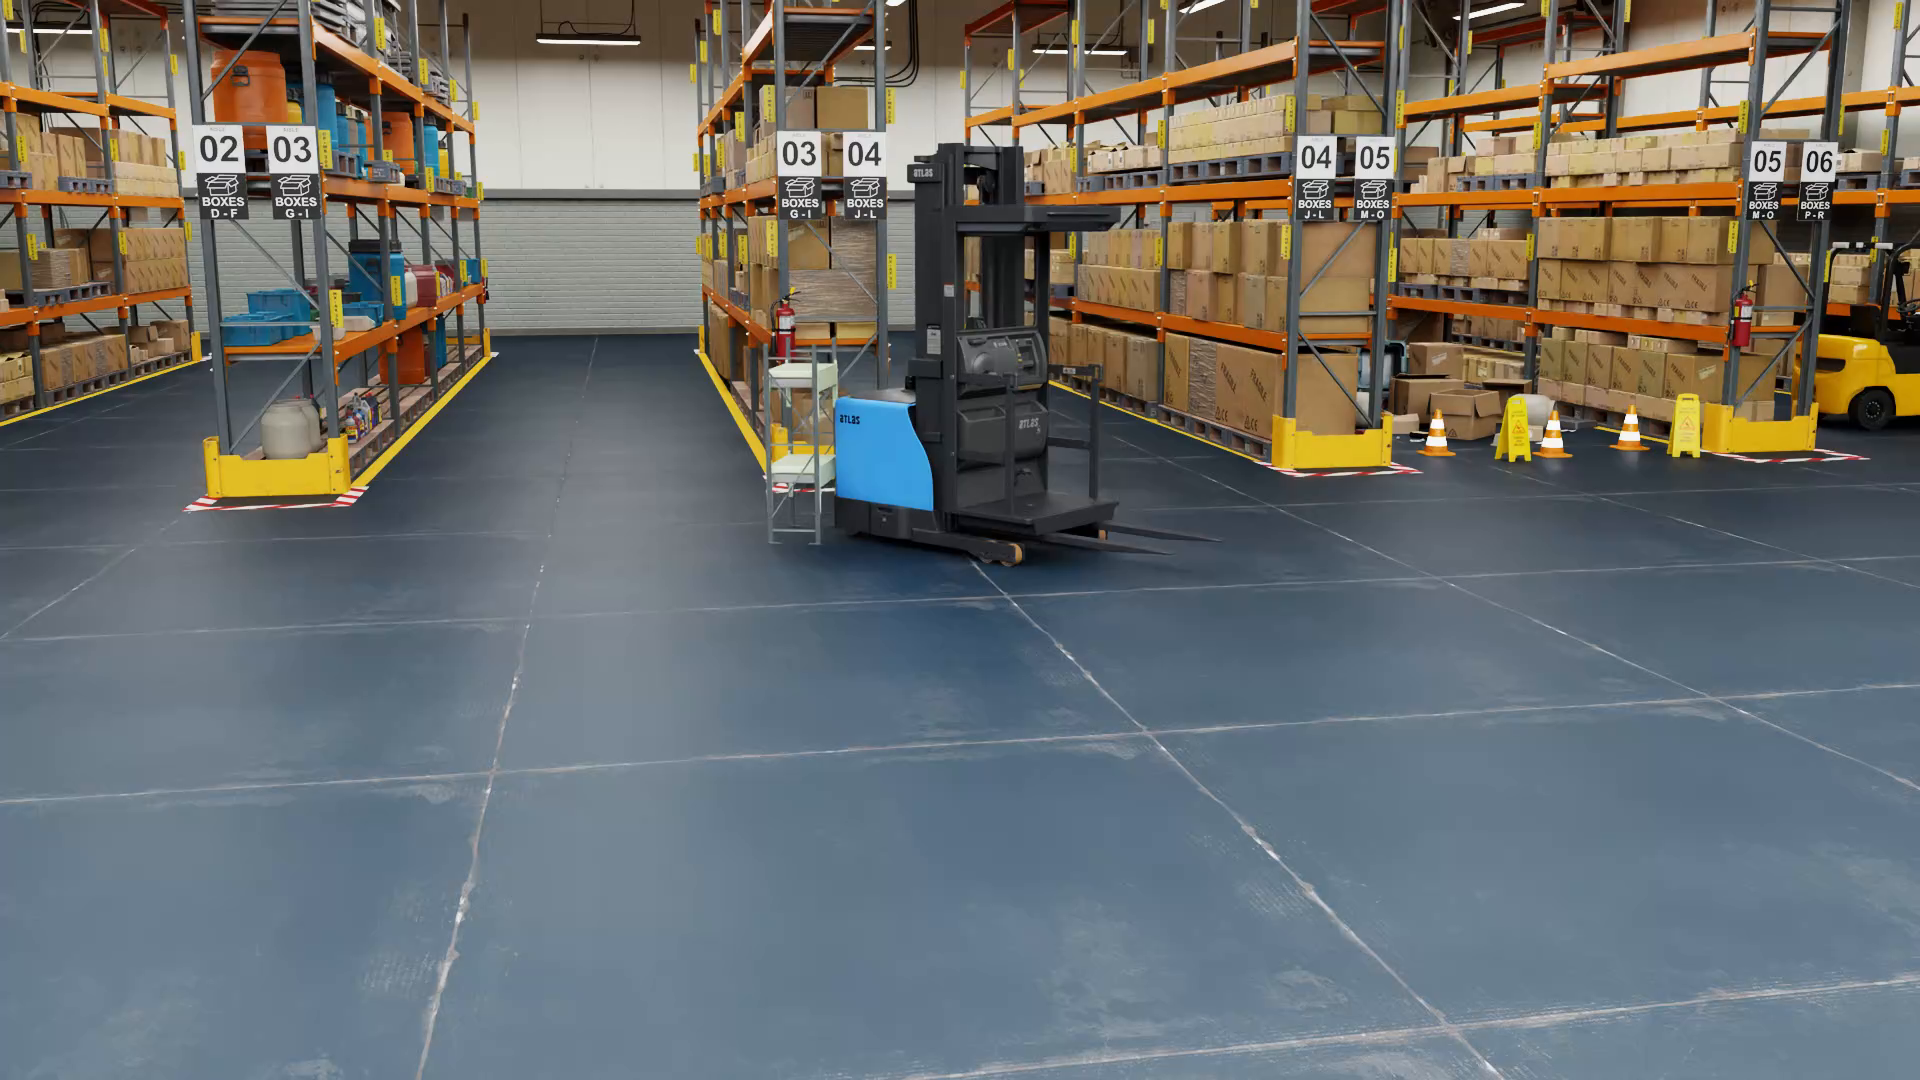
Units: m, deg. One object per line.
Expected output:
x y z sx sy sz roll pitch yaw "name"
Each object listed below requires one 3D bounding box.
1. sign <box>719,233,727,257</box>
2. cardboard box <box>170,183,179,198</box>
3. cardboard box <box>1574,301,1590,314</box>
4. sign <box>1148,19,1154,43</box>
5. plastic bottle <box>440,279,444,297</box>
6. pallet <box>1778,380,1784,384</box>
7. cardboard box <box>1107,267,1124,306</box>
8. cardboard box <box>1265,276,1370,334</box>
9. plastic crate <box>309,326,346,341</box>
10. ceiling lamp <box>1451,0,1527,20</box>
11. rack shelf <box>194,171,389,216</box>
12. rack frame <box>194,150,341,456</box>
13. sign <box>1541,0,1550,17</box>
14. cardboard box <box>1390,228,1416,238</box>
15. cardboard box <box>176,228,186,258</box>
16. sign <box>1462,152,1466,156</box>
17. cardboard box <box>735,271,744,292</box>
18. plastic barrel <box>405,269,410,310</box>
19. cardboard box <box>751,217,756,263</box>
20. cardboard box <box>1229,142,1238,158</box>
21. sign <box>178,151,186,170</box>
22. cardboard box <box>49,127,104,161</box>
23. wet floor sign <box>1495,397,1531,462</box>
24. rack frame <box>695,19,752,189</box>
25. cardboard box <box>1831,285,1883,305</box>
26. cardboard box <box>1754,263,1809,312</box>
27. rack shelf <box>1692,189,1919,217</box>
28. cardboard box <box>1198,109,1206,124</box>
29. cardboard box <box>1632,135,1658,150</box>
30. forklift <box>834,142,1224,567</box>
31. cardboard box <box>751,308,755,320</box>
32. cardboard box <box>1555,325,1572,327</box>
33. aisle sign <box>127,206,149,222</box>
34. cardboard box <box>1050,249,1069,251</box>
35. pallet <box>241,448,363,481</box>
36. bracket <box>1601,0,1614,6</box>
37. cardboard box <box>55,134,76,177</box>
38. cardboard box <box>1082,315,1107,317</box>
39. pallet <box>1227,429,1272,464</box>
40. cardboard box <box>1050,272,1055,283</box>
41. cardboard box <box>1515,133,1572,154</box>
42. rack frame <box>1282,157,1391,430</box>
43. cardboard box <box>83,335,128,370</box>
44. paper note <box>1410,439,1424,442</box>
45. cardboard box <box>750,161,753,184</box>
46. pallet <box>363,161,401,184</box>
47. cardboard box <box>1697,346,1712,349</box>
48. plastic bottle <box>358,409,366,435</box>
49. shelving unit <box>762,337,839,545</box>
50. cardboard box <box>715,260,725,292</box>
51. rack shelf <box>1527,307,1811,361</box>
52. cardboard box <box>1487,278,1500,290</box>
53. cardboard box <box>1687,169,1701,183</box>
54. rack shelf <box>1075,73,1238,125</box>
-3.279 -4.081 23.017 0.100 0.325 0.005 -2 11 -11 "sign"
-13.650 -5.956 28.343 0.500 0.250 0.500 -2 11 -11 "cardboard box"
7.706 -2.828 20.204 0.380 0.149 0.250 -2 11 -9 "cardboard box"
2.693 -7.199 23.531 0.100 0.325 0.005 -2 11 -11 "sign"
-7.737 -3.738 24.645 0.152 0.276 0.135 -2 11 -11 "plastic bottle"
11.976 -2.552 25.540 1.003 0.211 1.213 -2 11 -11 "pallet"
2.266 -3.374 22.135 0.500 0.500 0.500 -2 11 -12 "cardboard box"
3.589 -2.367 16.711 0.875 0.550 0.550 -2 11 -11 "cardboard box"
-5.896 -1.932 15.528 0.298 0.136 0.250 -2 11 -11 "plastic crate"
9.083 -10.389 27.600 0.800 3.185 2.000 -2 11 -11 "ceiling lamp"
-6.427 -3.372 16.293 1.077 0.370 4.000 -2 11 -11 "rack shelf"
-6.038 -1.885 14.579 1.000 3.000 0.127 -2 11 -11 "rack frame"
7.220 -6.622 20.499 0.100 0.325 0.005 -2 11 -11 "sign"
6.628 -4.519 25.473 0.500 0.500 0.500 -2 11 -13 "cardboard box"
-13.653 -5.109 28.575 0.500 0.500 0.500 -2 11 -12 "cardboard box"
7.518 -5.640 24.901 0.100 0.325 0.005 -2 11 -11 "sign"
-2.635 -3.350 21.550 0.500 0.250 0.500 -2 11 -13 "cardboard box"
-7.013 -3.083 20.509 0.433 0.535 0.433 0 11 0 "plastic barrel"
-2.020 -3.302 18.286 0.500 0.500 0.500 -2 11 -11 "cardboard box"
3.062 -4.114 17.550 0.380 0.149 0.250 -2 11 -11 "cardboard box"
-13.461 -6.565 28.778 0.100 0.325 0.005 -2 11 -11 "sign"
-13.363 -6.008 25.278 0.700 0.500 0.500 -2 11 -11 "cardboard box"
5.653 -1.137 16.946 0.267 0.644 0.232 -4 12 -21 "wet floor sign"
-4.291 -7.947 30.382 1.000 3.000 0.127 -2 11 -11 "rack frame"
12.277 -3.350 22.675 0.500 0.250 0.500 -2 11 -10 "cardboard box"
8.721 -2.718 17.891 0.500 0.500 0.500 -2 11 -12 "cardboard box"
12.243 -4.828 23.939 1.077 0.370 4.000 -2 11 -11 "rack shelf"
2.865 -4.692 18.452 0.380 0.149 0.250 -2 11 -10 "cardboard box"
7.855 -4.499 18.828 0.380 0.149 0.250 -2 11 -10 "cardboard box"
0.472 -1.363 12.019 3.031 2.935 1.130 9 14 40 "forklift"
-2.175 -2.579 18.895 0.380 0.149 0.250 -2 11 -11 "cardboard box"
10.949 -3.689 29.620 0.500 0.500 0.500 -2 11 -9 "cardboard box"
-14.310 -5.919 28.821 0.394 0.787 0.004 -2 11 -11 "aisle sign"
1.694 -4.687 27.259 0.380 0.149 0.250 -2 11 -13 "cardboard box"
-6.251 -0.677 15.688 1.003 0.211 1.213 -2 11 -11 "pallet"
11.557 -9.595 29.412 0.235 0.232 0.430 -2 11 -11 "bracket"
-13.053 -5.468 23.722 0.600 0.600 0.600 -2 11 -12 "cardboard box"
2.071 -3.361 25.888 0.500 0.250 0.500 -2 11 -11 "cardboard box"
3.473 -1.001 17.392 1.003 0.211 1.213 -2 11 -11 "pallet"
1.556 -3.897 24.696 0.380 0.149 0.250 -2 11 -11 "cardboard box"
7.526 -5.113 21.455 0.500 0.250 0.500 -2 11 -10 "cardboard box"
3.706 -2.227 16.376 1.000 3.000 0.127 -2 11 -11 "rack frame"
-12.854 -2.815 24.972 0.500 0.500 0.500 -2 11 -11 "cardboard box"
5.074 -1.110 18.449 0.144 0.017 0.142 2 11 9 "paper note"
-2.013 -4.010 18.122 0.500 0.250 0.500 -2 11 -12 "cardboard box"
-6.579 -3.871 17.494 1.213 0.211 1.003 -2 11 -11 "pallet"
8.455 -2.000 19.408 0.500 0.500 0.500 -2 11 -10 "cardboard box"
-6.210 -1.223 17.222 0.097 0.271 0.097 0 11 0 "plastic bottle"
-1.205 -0.776 12.752 0.431 1.500 0.755 1 11 7 "shelving unit"
-3.570 -4.130 26.104 0.500 0.500 0.500 -2 11 -11 "cardboard box"
8.153 -2.439 19.414 1.077 0.370 4.000 -2 11 -11 "rack shelf"
7.273 -3.422 22.200 0.380 0.149 0.250 -2 11 -12 "cardboard box"
8.099 -3.926 17.949 0.380 0.149 0.250 -2 11 -9 "cardboard box"
2.539 -5.725 21.701 1.077 0.370 4.000 -2 11 -11 "rack shelf"
